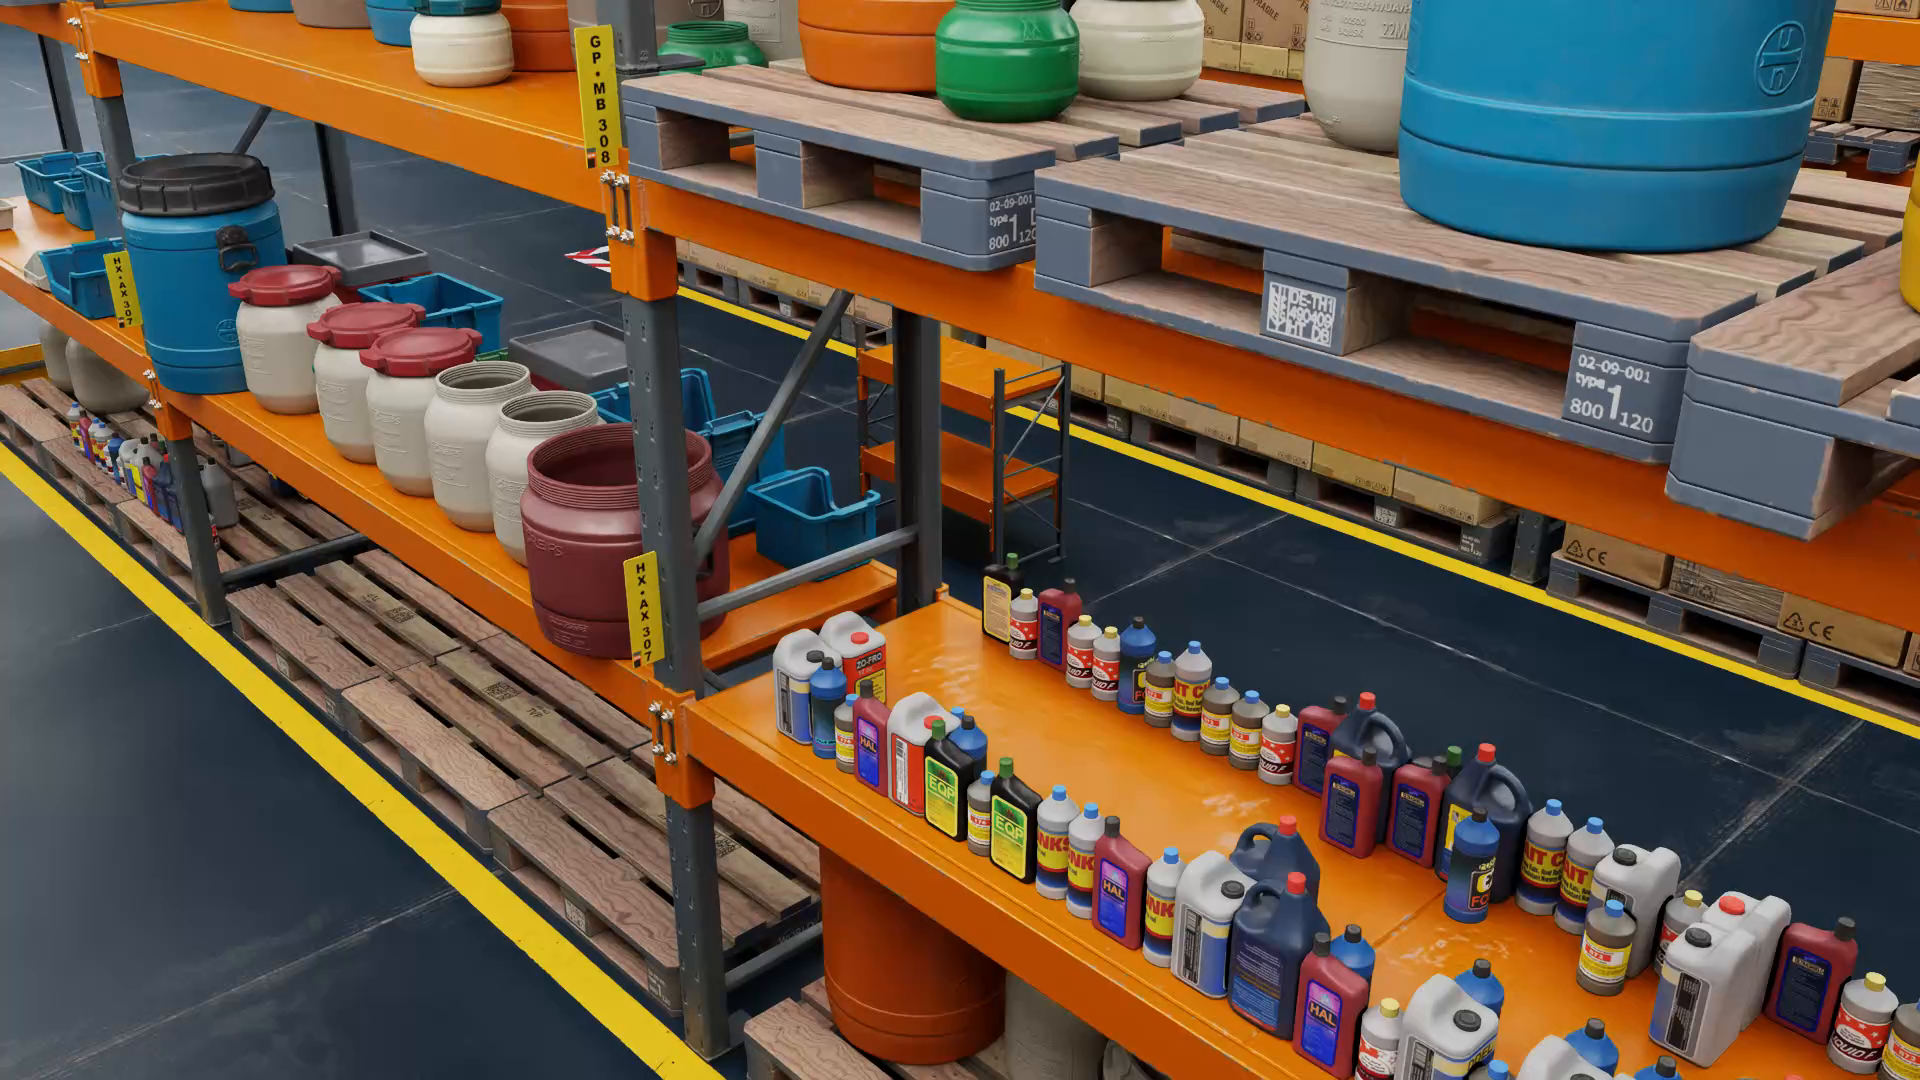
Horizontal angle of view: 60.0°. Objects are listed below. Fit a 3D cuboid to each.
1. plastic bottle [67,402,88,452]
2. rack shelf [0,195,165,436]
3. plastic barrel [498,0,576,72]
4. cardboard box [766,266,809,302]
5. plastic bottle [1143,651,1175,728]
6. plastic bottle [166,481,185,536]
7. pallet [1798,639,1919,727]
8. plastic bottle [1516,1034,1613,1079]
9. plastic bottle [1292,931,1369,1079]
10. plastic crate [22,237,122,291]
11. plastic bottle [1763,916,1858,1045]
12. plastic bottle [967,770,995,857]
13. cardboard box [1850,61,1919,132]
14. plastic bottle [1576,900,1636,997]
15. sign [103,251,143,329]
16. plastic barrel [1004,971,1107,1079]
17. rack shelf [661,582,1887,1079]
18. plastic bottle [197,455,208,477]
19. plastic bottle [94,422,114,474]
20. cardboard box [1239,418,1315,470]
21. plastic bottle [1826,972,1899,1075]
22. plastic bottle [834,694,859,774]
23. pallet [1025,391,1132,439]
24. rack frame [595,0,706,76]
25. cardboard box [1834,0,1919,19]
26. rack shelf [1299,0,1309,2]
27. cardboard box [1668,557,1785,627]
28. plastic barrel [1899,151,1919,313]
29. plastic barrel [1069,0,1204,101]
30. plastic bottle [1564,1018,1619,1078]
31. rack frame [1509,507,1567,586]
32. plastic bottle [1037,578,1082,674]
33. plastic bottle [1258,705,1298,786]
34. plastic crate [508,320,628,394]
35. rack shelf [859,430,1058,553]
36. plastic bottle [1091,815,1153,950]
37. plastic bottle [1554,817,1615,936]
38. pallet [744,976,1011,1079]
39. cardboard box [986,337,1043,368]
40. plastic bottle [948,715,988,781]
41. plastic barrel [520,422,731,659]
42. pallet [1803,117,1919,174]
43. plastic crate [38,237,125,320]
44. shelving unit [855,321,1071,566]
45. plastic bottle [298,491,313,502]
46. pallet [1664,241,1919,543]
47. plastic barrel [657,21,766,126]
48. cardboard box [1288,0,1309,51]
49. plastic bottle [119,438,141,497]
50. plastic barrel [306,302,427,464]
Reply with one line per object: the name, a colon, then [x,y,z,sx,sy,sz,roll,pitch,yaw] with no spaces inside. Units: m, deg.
plastic bottle: [-4.917,-0.637,9.290,0.097,0.271,0.097,0,25,0]
rack shelf: [-4.561,-1.383,9.034,1.077,0.370,4.000,-21,32,-38]
plastic barrel: [-1.310,-1.961,5.303,0.600,0.830,0.708,-21,32,-38]
cardboard box: [-1.082,-1.980,12.283,0.500,0.250,0.500,-21,32,-38]
plastic bottle: [0.550,0.398,4.503,0.097,0.201,0.097,0,25,0]
plastic bottle: [-3.845,-0.213,8.264,0.144,0.351,0.185,-22,33,-40]
pallet: [4.470,0.579,7.228,1.003,0.211,1.213,-21,32,-38]
plastic bottle: [1.082,1.044,2.997,0.152,0.276,0.135,-21,32,-38]
plastic bottle: [0.732,0.913,3.275,0.061,0.283,0.133,-21,32,-38]
plastic crate: [-4.489,-1.405,8.532,0.530,0.136,0.437,-21,32,-38]
plastic bottle: [1.727,0.871,3.367,0.061,0.283,0.133,-21,32,-38]
plastic bottle: [0.066,0.644,3.963,0.097,0.201,0.097,0,25,0]
cardboard box: [6.443,-3.088,11.255,0.500,0.500,0.700,19,31,36]
plastic bottle: [1.365,0.852,3.508,0.097,0.201,0.097,0,25,0]
sign: [-3.604,-1.078,7.165,0.100,0.325,0.005,-21,32,-38]
plastic barrel: [0.337,1.337,4.696,0.421,0.512,0.421,0,25,0]
rack shelf: [0.906,1.041,3.721,1.077,0.370,4.000,-21,32,-38]
plastic bottle: [-3.885,-0.286,8.516,0.152,0.276,0.135,-21,32,-38]
plastic bottle: [-4.614,-0.503,8.996,0.097,0.271,0.097,0,25,0]
cardboard box: [1.924,-0.635,9.335,0.500,0.250,0.500,-20,31,-37]
plastic bottle: [1.793,0.949,3.296,0.097,0.201,0.097,0,25,0]
plastic bottle: [-0.275,0.493,4.295,0.097,0.201,0.097,0,25,0]
pallet: [0.956,-1.028,10.748,1.003,0.211,1.213,-21,32,-38]
rack frame: [-0.461,-2.622,3.655,1.000,3.000,0.127,-21,32,-38]
cardboard box: [3.829,-2.430,6.727,0.910,0.500,0.500,-21,32,-38]
rack shelf: [1.791,-2.940,8.833,1.077,0.370,4.000,-21,32,-38]
cardboard box: [3.622,0.017,7.581,0.500,0.500,0.500,22,33,40]
plastic barrel: [1.501,-0.541,1.975,0.600,0.588,0.600,0,25,0]
plastic barrel: [0.379,-1.102,3.598,0.301,0.262,0.301,0,25,0]
plastic bottle: [1.160,1.005,3.088,0.097,0.271,0.097,0,25,0]
rack frame: [3.158,-1.297,7.978,1.000,3.000,0.127,-21,32,-38]
plastic bottle: [0.285,0.232,4.768,0.061,0.283,0.133,-21,32,-38]
plastic bottle: [0.816,0.516,4.244,0.097,0.201,0.097,0,25,0]
plastic crate: [-1.342,-0.498,6.151,0.402,0.464,0.583,-21,32,-38]
rack shelf: [0.005,-0.287,8.614,0.538,0.278,1.000,-21,32,-38]
plastic bottle: [0.356,0.746,3.640,0.061,0.283,0.133,-21,32,-38]
plastic bottle: [1.385,0.736,3.678,0.097,0.271,0.097,0,25,0]
pallet: [0.109,1.603,4.981,1.003,0.211,1.213,-21,32,-38]
cardboard box: [0.519,-1.256,10.696,0.500,0.250,0.500,-22,33,-40]
plastic bottle: [0.019,0.555,4.075,0.097,0.271,0.097,0,25,0]
plastic barrel: [-0.999,-0.009,4.992,0.600,0.536,0.708,-21,32,-38]
pallet: [6.206,-2.801,11.508,1.213,0.211,1.003,-21,32,-38]
plastic crate: [-4.149,-1.295,8.154,0.499,0.251,0.616,-21,32,-38]
shelving unit: [0.005,-0.510,8.512,0.538,1.125,1.048,-21,32,-38]
plastic bottle: [-3.411,-0.349,8.645,0.061,0.283,0.133,-21,32,-38]
pallet: [1.666,-0.169,2.120,1.213,0.211,1.003,-21,32,-38]
plastic barrel: [-0.667,-1.247,4.442,0.294,0.245,0.294,0,25,0]
cardboard box: [3.143,-4.402,14.038,0.500,0.500,0.500,-21,32,-39]
plastic bottle: [-4.305,-0.385,8.732,0.152,0.276,0.135,-21,32,-38]
plastic barrel: [-2.199,-0.592,6.270,0.433,0.535,0.433,0,25,0]
